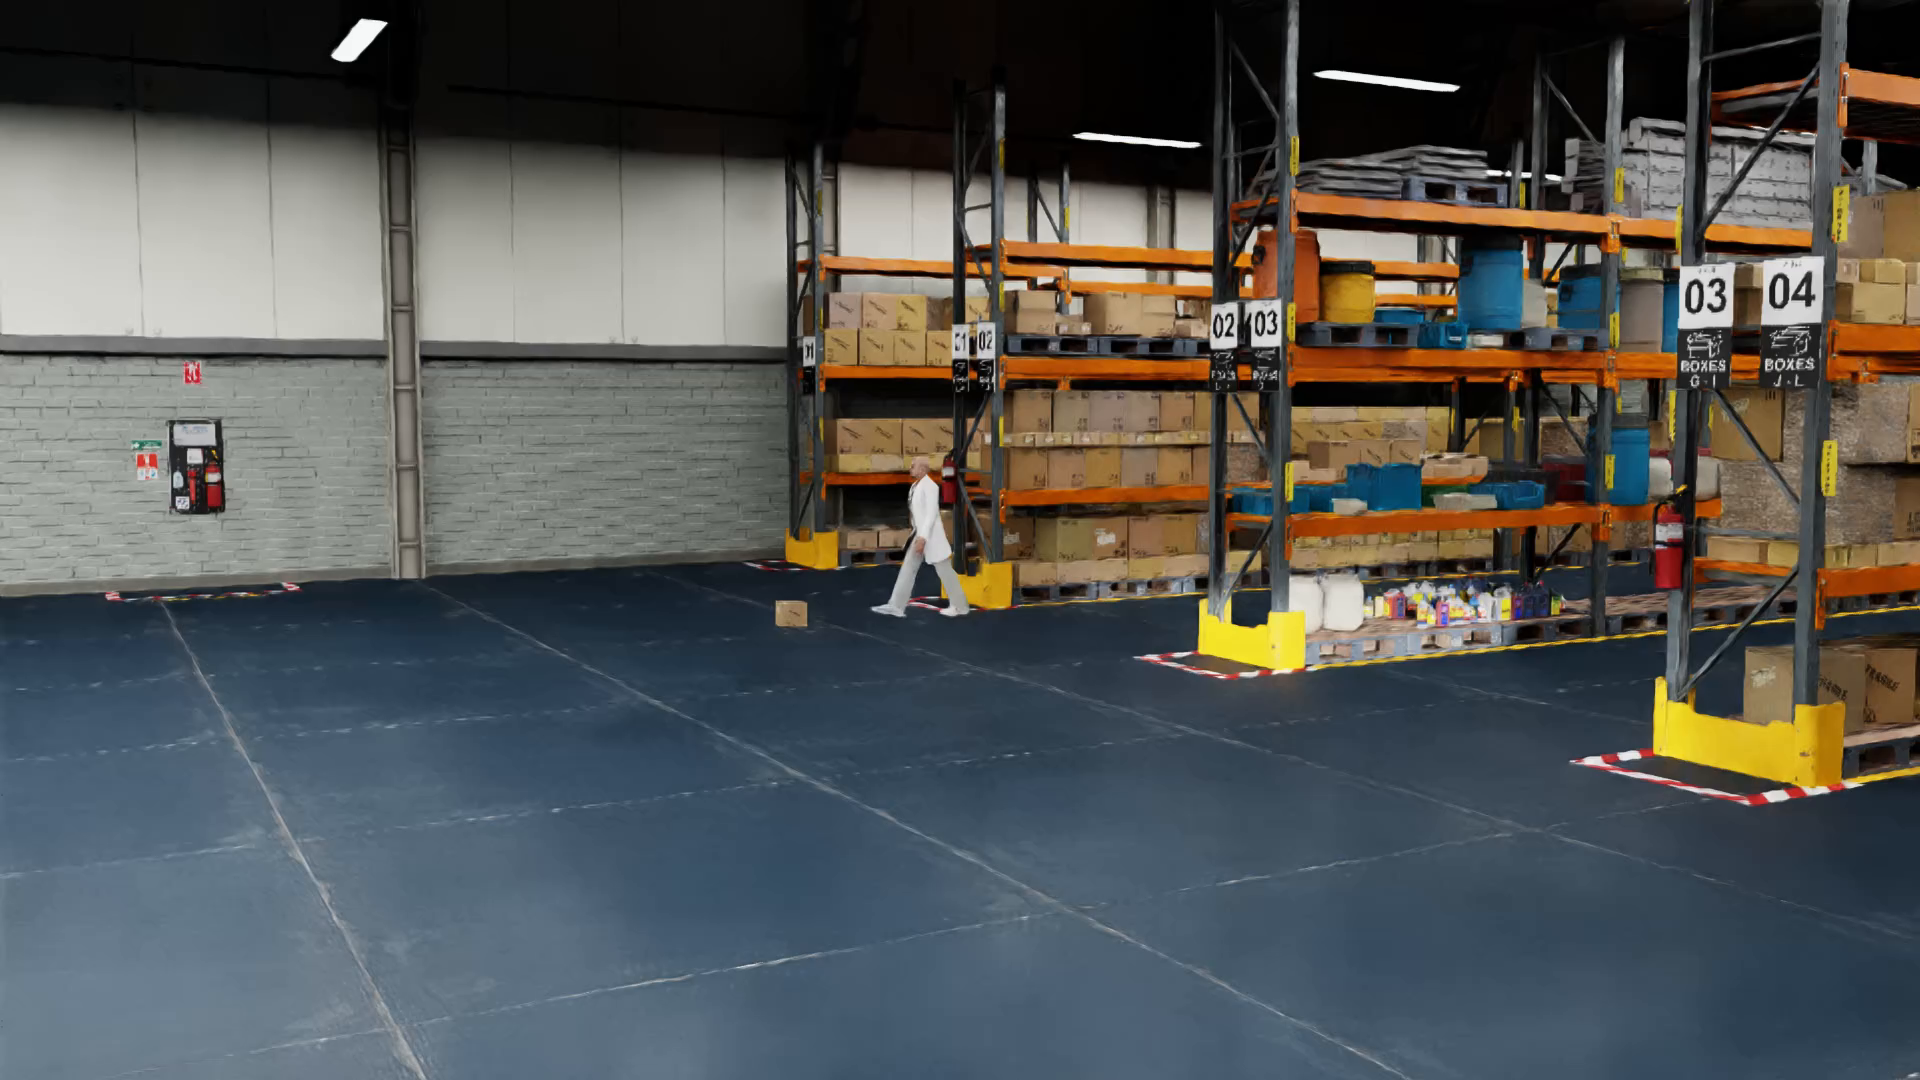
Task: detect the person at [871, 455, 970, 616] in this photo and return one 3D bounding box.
[{"bbox_3d":[-0.393,-0.038,17.650,1.047,1.723,0.582,-2,5,-23],"label":"person"}]
